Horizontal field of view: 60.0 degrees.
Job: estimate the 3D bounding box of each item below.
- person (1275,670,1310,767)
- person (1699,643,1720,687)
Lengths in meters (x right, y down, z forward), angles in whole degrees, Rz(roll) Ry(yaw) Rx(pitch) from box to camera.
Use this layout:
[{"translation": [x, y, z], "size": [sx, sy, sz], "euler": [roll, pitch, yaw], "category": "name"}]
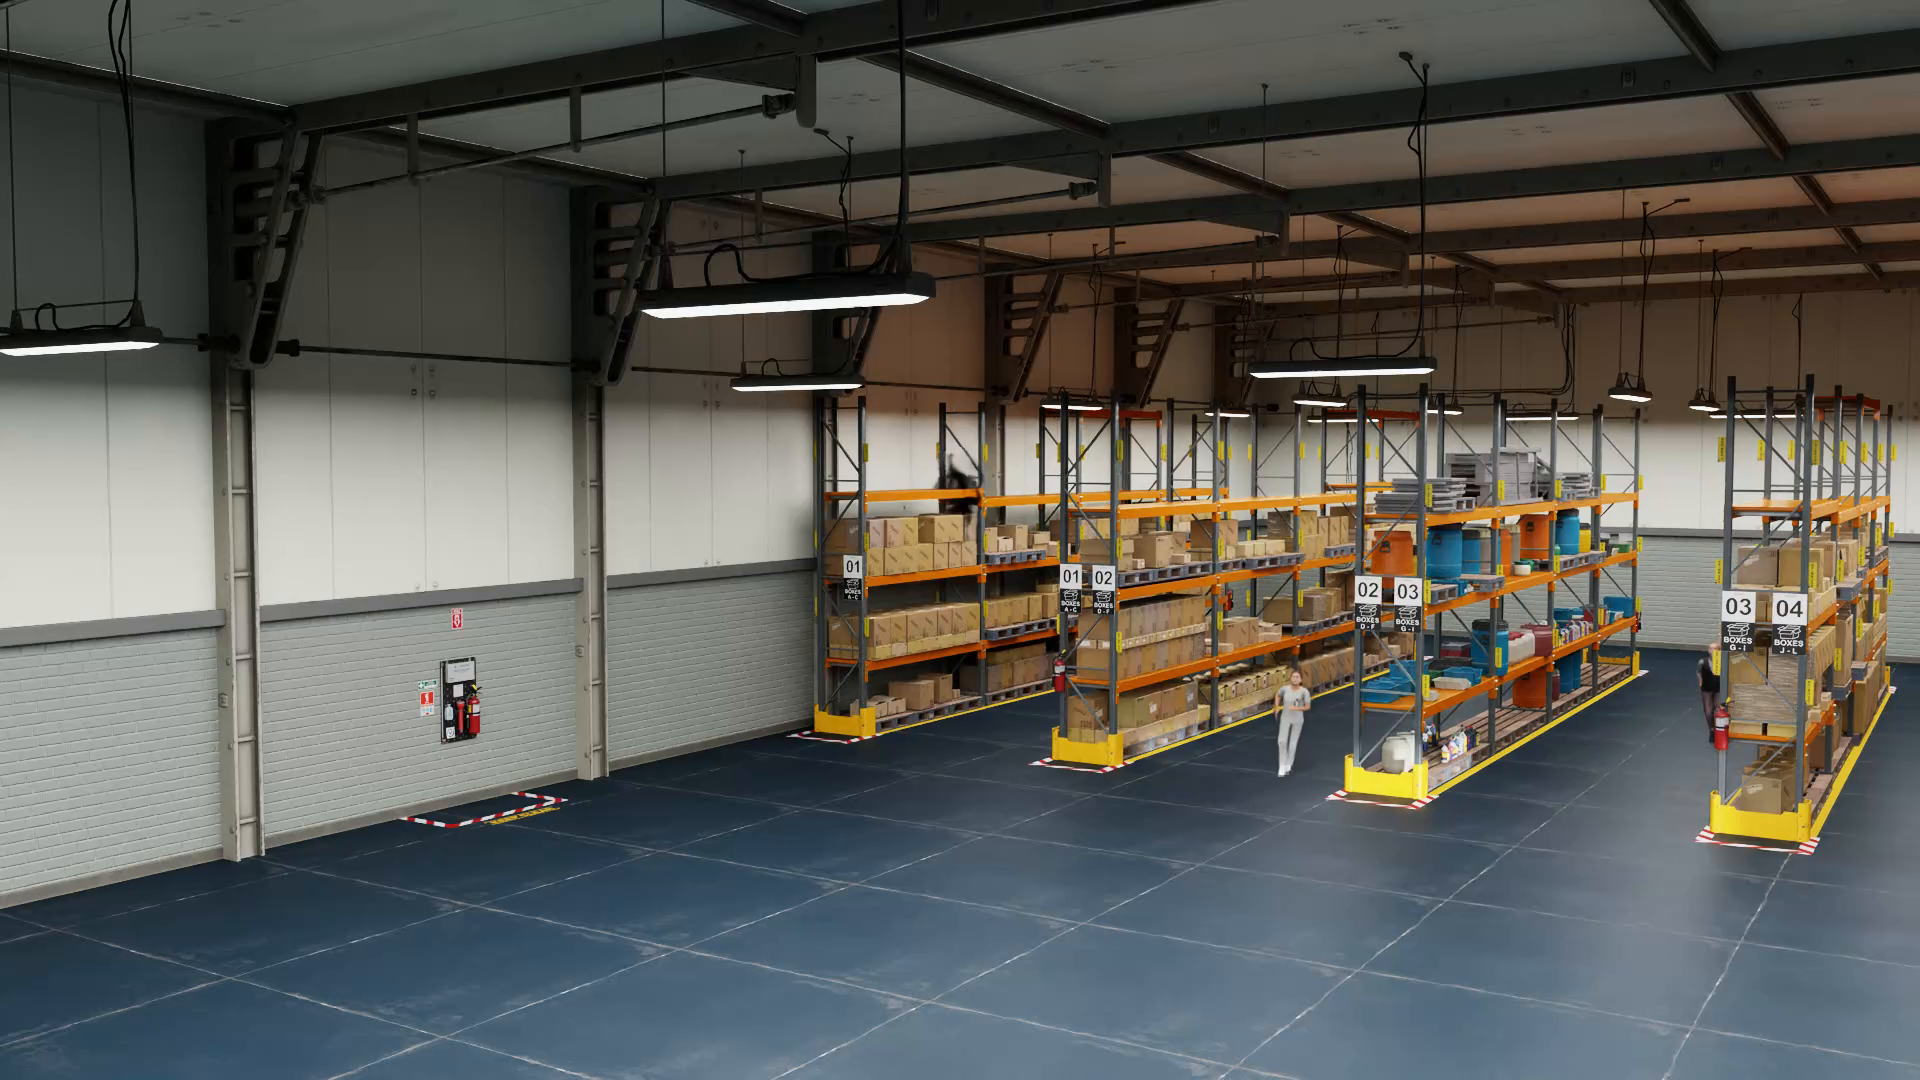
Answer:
[{"translation": [5.142, 2.777, 25.729], "size": [0.542, 1.558, 0.682], "euler": [1, 3, 14], "category": "person"}, {"translation": [13.054, 2.219, 28.796], "size": [0.509, 0.827, 0.451], "euler": [2, 4, 36], "category": "person"}]
